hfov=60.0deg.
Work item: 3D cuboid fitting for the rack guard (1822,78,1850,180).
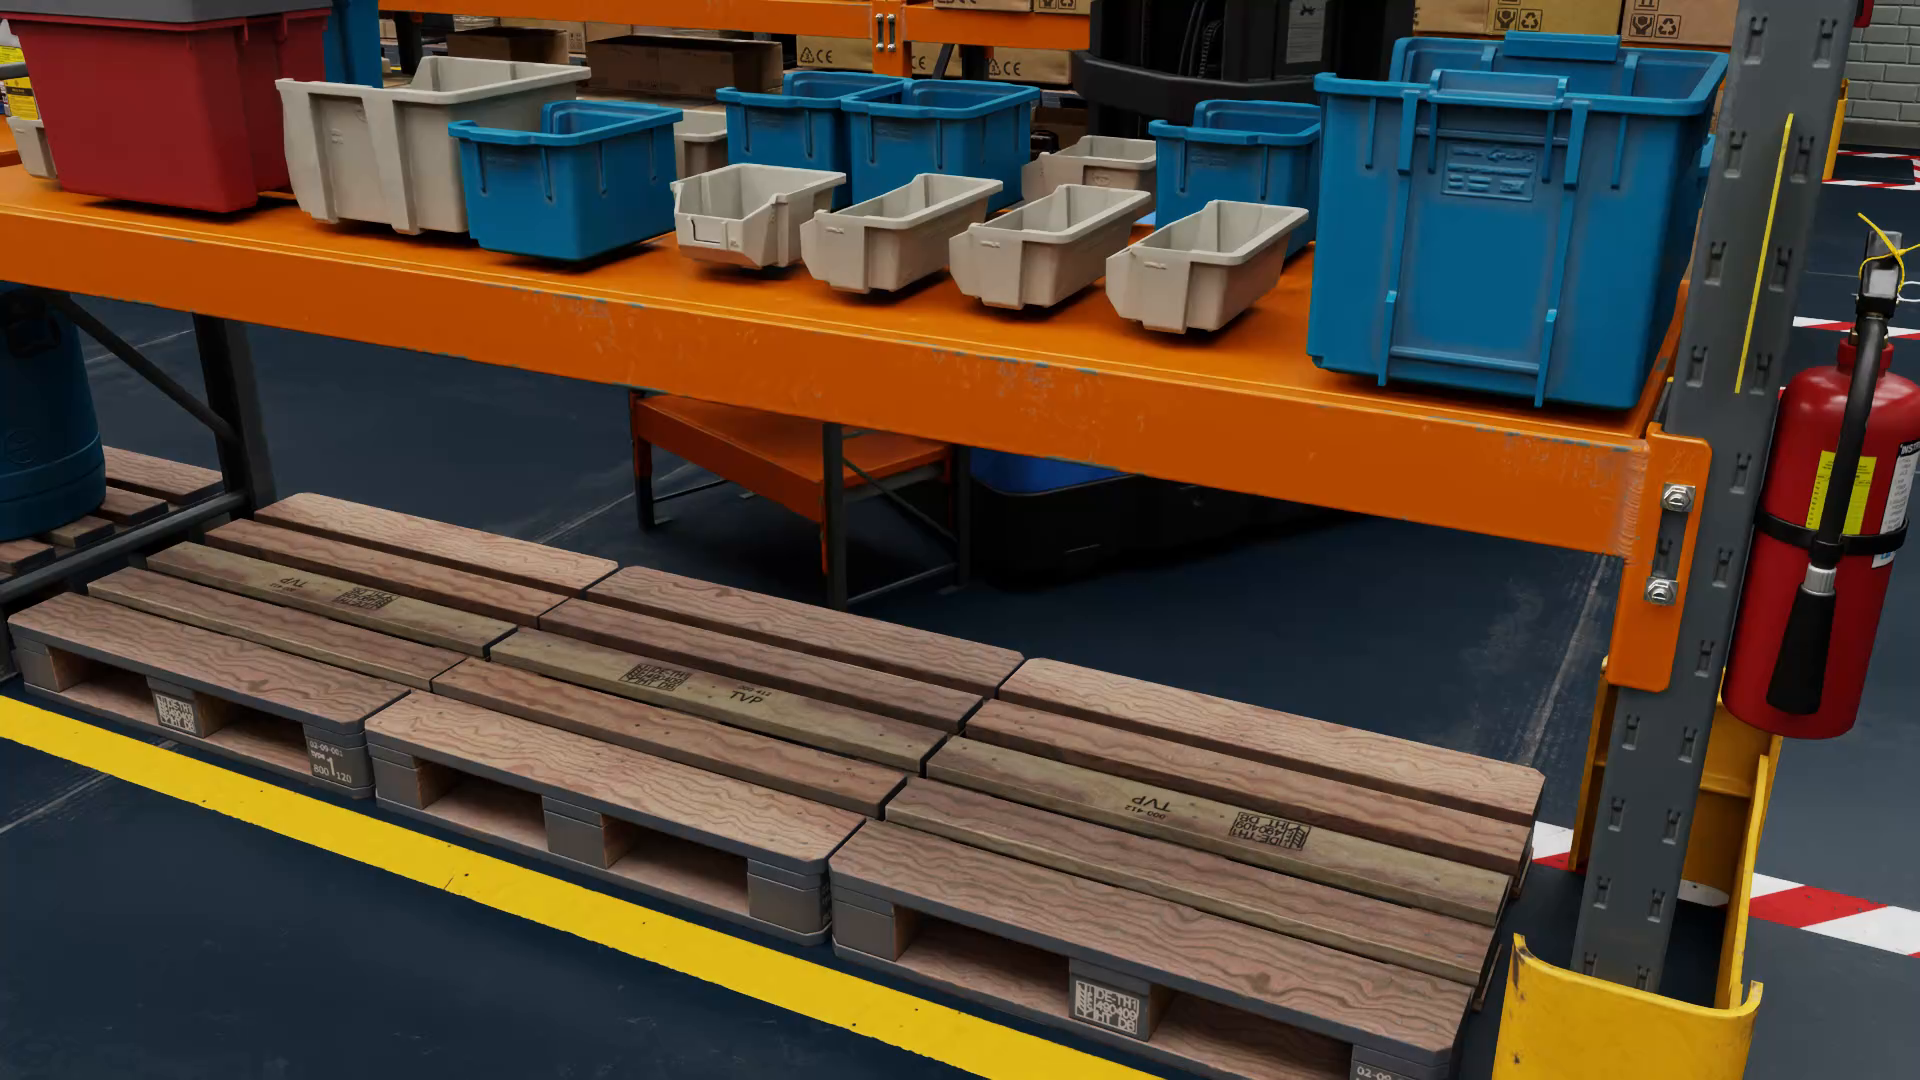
[{"bbox_3d":[5.702,-2.771,11.127,0.348,0.500,1.175,11,25,25],"label":"rack guard"}]

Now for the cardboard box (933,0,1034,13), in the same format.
[{"bbox_3d":[0.211,-2.762,7.784,0.500,0.500,0.500,12,26,26],"label":"cardboard box"}]

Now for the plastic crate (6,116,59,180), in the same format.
[{"bbox_3d":[-2.008,-0.946,3.902,0.243,0.136,0.396,11,25,25],"label":"plastic crate"}]

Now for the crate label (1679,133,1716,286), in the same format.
[{"bbox_3d":[1.139,-0.575,2.905,0.303,0.233,0.416,11,25,25],"label":"crate label"}]

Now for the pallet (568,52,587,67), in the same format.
[{"bbox_3d":[-3.240,-4.409,15.348,1.213,0.211,1.003,11,25,25],"label":"pallet"}]

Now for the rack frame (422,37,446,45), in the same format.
[{"bbox_3d":[-5.028,-6.044,15.630,0.127,3.000,1.000,11,25,25],"label":"rack frame"}]

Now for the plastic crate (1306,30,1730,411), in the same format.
[{"bbox_3d":[0.827,-0.503,2.478,0.499,0.435,0.616,11,25,25],"label":"plastic crate"}]

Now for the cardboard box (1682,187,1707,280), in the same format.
[{"bbox_3d":[2.852,-1.257,7.004,0.500,0.500,0.500,11,25,25],"label":"cardboard box"}]

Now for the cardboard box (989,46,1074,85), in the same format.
[{"bbox_3d":[0.678,-4.061,13.177,0.750,0.750,0.750,12,26,26],"label":"cardboard box"}]

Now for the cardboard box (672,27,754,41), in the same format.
[{"bbox_3d":[-2.125,-4.499,14.628,0.500,0.500,0.700,12,26,25],"label":"cardboard box"}]

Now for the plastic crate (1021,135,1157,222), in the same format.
[{"bbox_3d":[0.284,-0.736,3.407,0.298,0.136,0.250,11,25,25],"label":"plastic crate"}]

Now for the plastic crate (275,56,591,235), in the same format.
[{"bbox_3d":[-1.080,-0.811,3.398,0.530,0.282,0.437,11,25,25],"label":"plastic crate"}]

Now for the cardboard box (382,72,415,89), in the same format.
[{"bbox_3d":[-3.413,-2.479,9.879,0.500,0.500,0.500,12,26,27],"label":"cardboard box"}]

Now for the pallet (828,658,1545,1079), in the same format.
[{"bbox_3d":[0.492,0.659,3.431,1.213,0.211,1.003,11,25,25],"label":"pallet"}]

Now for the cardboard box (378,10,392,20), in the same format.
[{"bbox_3d":[-5.973,-5.266,16.431,0.500,0.500,0.500,9,25,21],"label":"cardboard box"}]

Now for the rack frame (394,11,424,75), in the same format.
[{"bbox_3d":[-3.691,-3.607,9.900,0.127,3.000,1.000,11,25,25],"label":"rack frame"}]

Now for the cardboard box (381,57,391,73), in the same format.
[{"bbox_3d":[-4.025,-2.988,10.704,0.500,0.311,0.500,12,26,26],"label":"cardboard box"}]

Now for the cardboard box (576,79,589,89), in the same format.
[{"bbox_3d":[-2.288,-2.485,9.892,0.500,0.500,0.500,10,25,23],"label":"cardboard box"}]

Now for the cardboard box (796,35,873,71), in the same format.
[{"bbox_3d":[-0.862,-4.366,13.895,0.750,0.750,0.750,11,25,24],"label":"cardboard box"}]

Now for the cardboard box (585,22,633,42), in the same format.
[{"bbox_3d":[-2.988,-4.709,15.121,0.500,0.500,0.700,11,25,24],"label":"cardboard box"}]

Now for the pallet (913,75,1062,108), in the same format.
[{"bbox_3d":[0.296,-3.673,13.618,1.213,0.211,1.003,11,25,25],"label":"pallet"}]

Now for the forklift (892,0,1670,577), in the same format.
[{"bbox_3d":[1.231,-1.632,5.343,3.031,2.935,1.130,-12,26,-25],"label":"forklift"}]

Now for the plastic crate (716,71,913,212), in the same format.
[{"bbox_3d":[-0.304,-0.860,3.577,0.300,0.233,0.416,11,25,25],"label":"plastic crate"}]

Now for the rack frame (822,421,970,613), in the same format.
[{"bbox_3d":[-0.168,-0.321,4.568,0.500,1.125,0.032,-19,29,-37],"label":"rack frame"}]

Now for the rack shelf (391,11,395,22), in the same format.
[{"bbox_3d":[-5.475,-3.629,10.871,4.000,0.370,1.077,11,25,25],"label":"rack shelf"}]

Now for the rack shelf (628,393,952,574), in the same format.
[{"bbox_3d":[-0.503,-0.246,5.016,0.538,0.278,1.000,-19,29,-37],"label":"rack shelf"}]

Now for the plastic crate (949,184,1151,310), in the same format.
[{"bbox_3d":[0.149,-0.509,2.873,0.243,0.136,0.396,11,25,25],"label":"plastic crate"}]

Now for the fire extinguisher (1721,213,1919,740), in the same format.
[{"bbox_3d":[1.140,-0.073,2.164,0.183,0.674,0.296,11,25,25],"label":"fire extinguisher"}]

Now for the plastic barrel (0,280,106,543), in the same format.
[{"bbox_3d":[-2.837,-0.501,4.741,0.708,0.901,0.600,11,25,25],"label":"plastic barrel"}]

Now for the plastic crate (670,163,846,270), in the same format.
[{"bbox_3d":[-0.383,-0.595,3.077,0.250,0.136,0.298,11,25,25],"label":"plastic crate"}]

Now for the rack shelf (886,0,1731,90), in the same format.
[{"bbox_3d":[1.664,-2.217,7.549,4.000,0.370,1.077,11,25,25],"label":"rack shelf"}]

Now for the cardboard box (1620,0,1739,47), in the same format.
[{"bbox_3d":[2.926,-2.225,6.521,0.500,0.500,0.500,12,26,26],"label":"cardboard box"}]

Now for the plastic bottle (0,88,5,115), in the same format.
[{"bbox_3d":[-2.811,-1.381,4.829,0.097,0.271,0.097,0,23,0],"label":"plastic bottle"}]

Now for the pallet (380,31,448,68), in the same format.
[{"bbox_3d":[-5.644,-4.867,16.426,1.213,0.211,1.003,11,25,25],"label":"pallet"}]

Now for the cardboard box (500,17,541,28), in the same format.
[{"bbox_3d":[-3.880,-4.899,15.568,0.500,0.500,0.700,11,25,24],"label":"cardboard box"}]

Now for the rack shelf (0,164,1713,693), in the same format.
[{"bbox_3d":[-0.574,-0.487,3.483,4.000,0.370,1.077,11,25,25],"label":"rack shelf"}]

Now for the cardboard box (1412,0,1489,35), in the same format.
[{"bbox_3d":[2.019,-2.405,6.945,0.500,0.500,0.500,11,26,25],"label":"cardboard box"}]

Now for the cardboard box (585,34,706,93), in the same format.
[{"bbox_3d":[-1.783,-2.734,9.519,0.500,0.250,0.500,11,25,24],"label":"cardboard box"}]

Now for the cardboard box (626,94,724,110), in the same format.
[{"bbox_3d":[-1.575,-2.119,9.032,0.500,0.500,0.500,12,26,25],"label":"cardboard box"}]

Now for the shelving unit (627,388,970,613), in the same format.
[{"bbox_3d":[-0.503,-0.471,4.920,0.538,1.125,1.048,-19,29,-37],"label":"shelving unit"}]

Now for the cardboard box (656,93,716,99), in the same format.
[{"bbox_3d":[-1.366,-2.305,9.469,0.500,0.500,0.500,12,26,25],"label":"cardboard box"}]

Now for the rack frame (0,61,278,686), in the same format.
[{"bbox_3d":[-2.359,-1.172,4.172,0.127,3.000,1.000,11,25,25],"label":"rack frame"}]

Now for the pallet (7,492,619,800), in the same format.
[{"bbox_3d":[-1.685,0.228,4.445,1.213,0.211,1.003,11,25,25],"label":"pallet"}]

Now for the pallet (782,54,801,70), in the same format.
[{"bbox_3d":[-2.155,-4.193,14.841,1.213,0.211,1.003,11,25,25],"label":"pallet"}]
